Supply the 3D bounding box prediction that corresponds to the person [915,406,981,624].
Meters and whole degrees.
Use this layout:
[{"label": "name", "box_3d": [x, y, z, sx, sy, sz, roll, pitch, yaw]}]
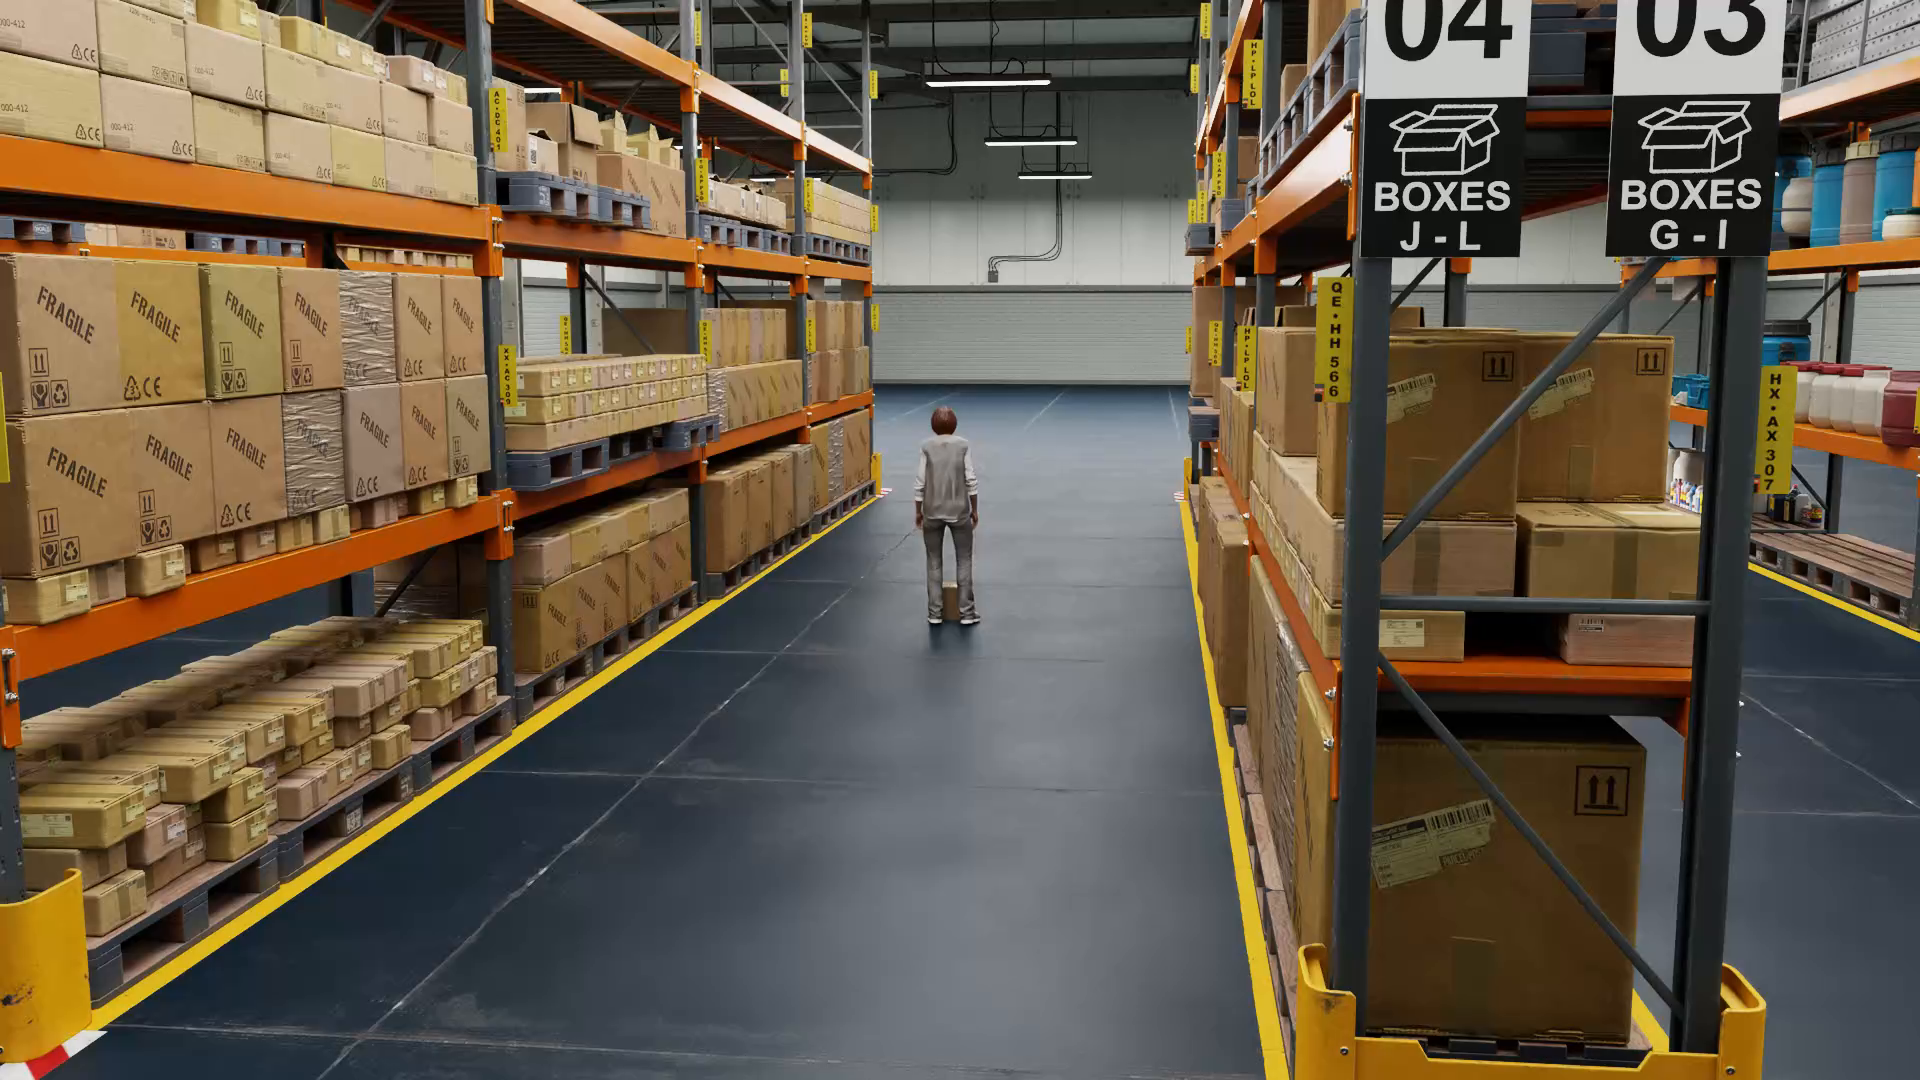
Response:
[{"label": "person", "box_3d": [-0.090, -0.176, 12.131, 0.477, 1.592, 0.347, 0, 8, 3]}]
